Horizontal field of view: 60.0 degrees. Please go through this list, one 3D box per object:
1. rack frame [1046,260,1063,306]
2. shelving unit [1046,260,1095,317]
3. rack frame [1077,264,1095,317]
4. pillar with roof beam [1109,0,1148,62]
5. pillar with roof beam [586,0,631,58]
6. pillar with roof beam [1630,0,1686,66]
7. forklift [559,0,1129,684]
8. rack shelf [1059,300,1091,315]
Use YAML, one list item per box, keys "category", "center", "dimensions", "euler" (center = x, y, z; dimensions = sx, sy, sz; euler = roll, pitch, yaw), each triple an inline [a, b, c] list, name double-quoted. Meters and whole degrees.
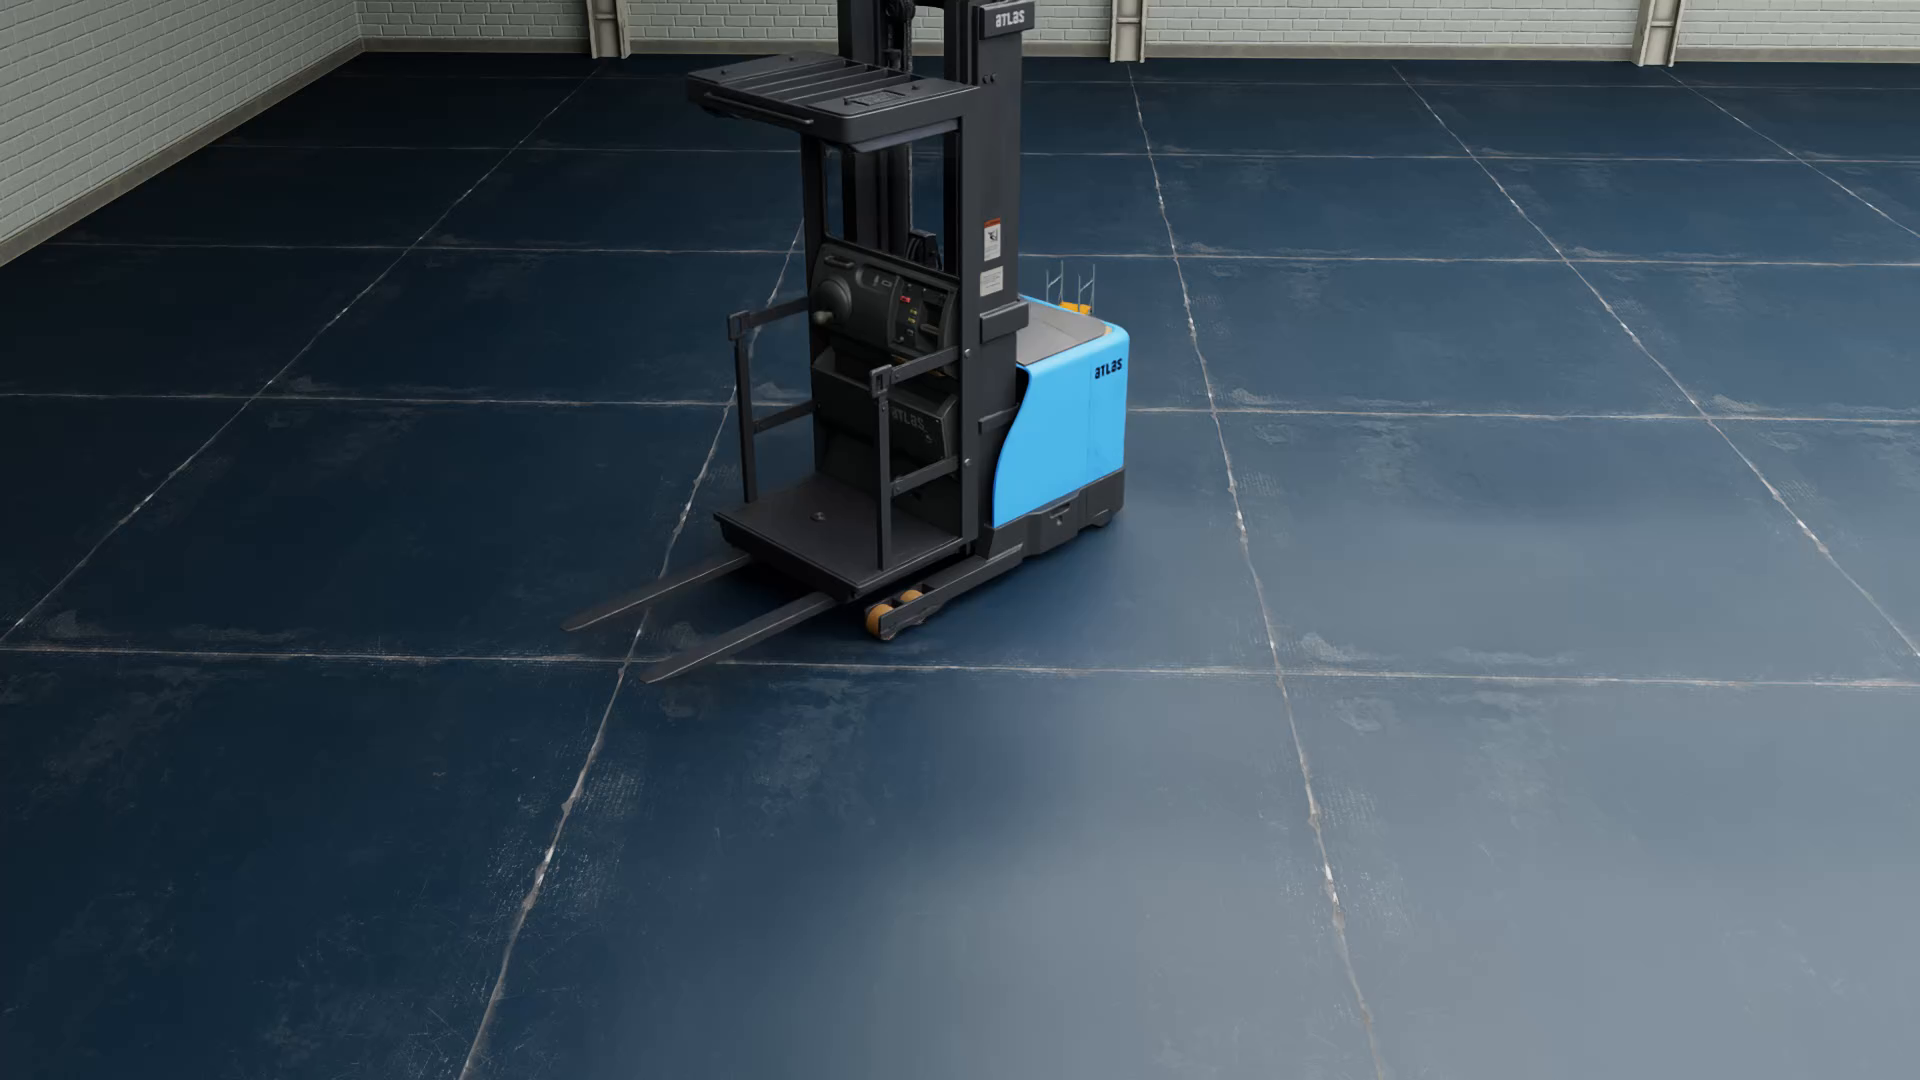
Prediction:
- category: "rack frame"
  center: [0.516, -0.945, 9.250]
  dimensions: [0.006, 1.200, 0.240]
  euler: [11, 30, 21]
- category: "shelving unit"
  center: [0.599, -0.928, 9.217]
  dimensions: [0.189, 1.200, 0.258]
  euler: [11, 30, 21]
- category: "rack frame"
  center: [0.683, -0.912, 9.184]
  dimensions: [0.006, 1.200, 0.240]
  euler: [11, 30, 21]
- category: "pillar with roof beam"
  center: [1.773, -7.522, 13.332]
  dimensions: [0.400, 9.000, 9.100]
  euler: [1, 28, 2]
- category: "pillar with roof beam"
  center: [-4.223, -7.621, 13.519]
  dimensions: [0.400, 9.000, 9.100]
  euler: [1, 28, 2]
- category: "pillar with roof beam"
  center: [7.769, -7.423, 13.145]
  dimensions: [0.400, 9.000, 9.100]
  euler: [1, 28, 2]
- category: "forklift"
  center: [-0.513, -1.096, 7.688]
  dimensions: [1.130, 2.935, 3.031]
  euler: [25, 37, 39]
- category: "rack shelf"
  center: [0.597, -1.208, 9.071]
  dimensions: [0.180, 0.103, 0.258]
  euler: [11, 30, 21]
